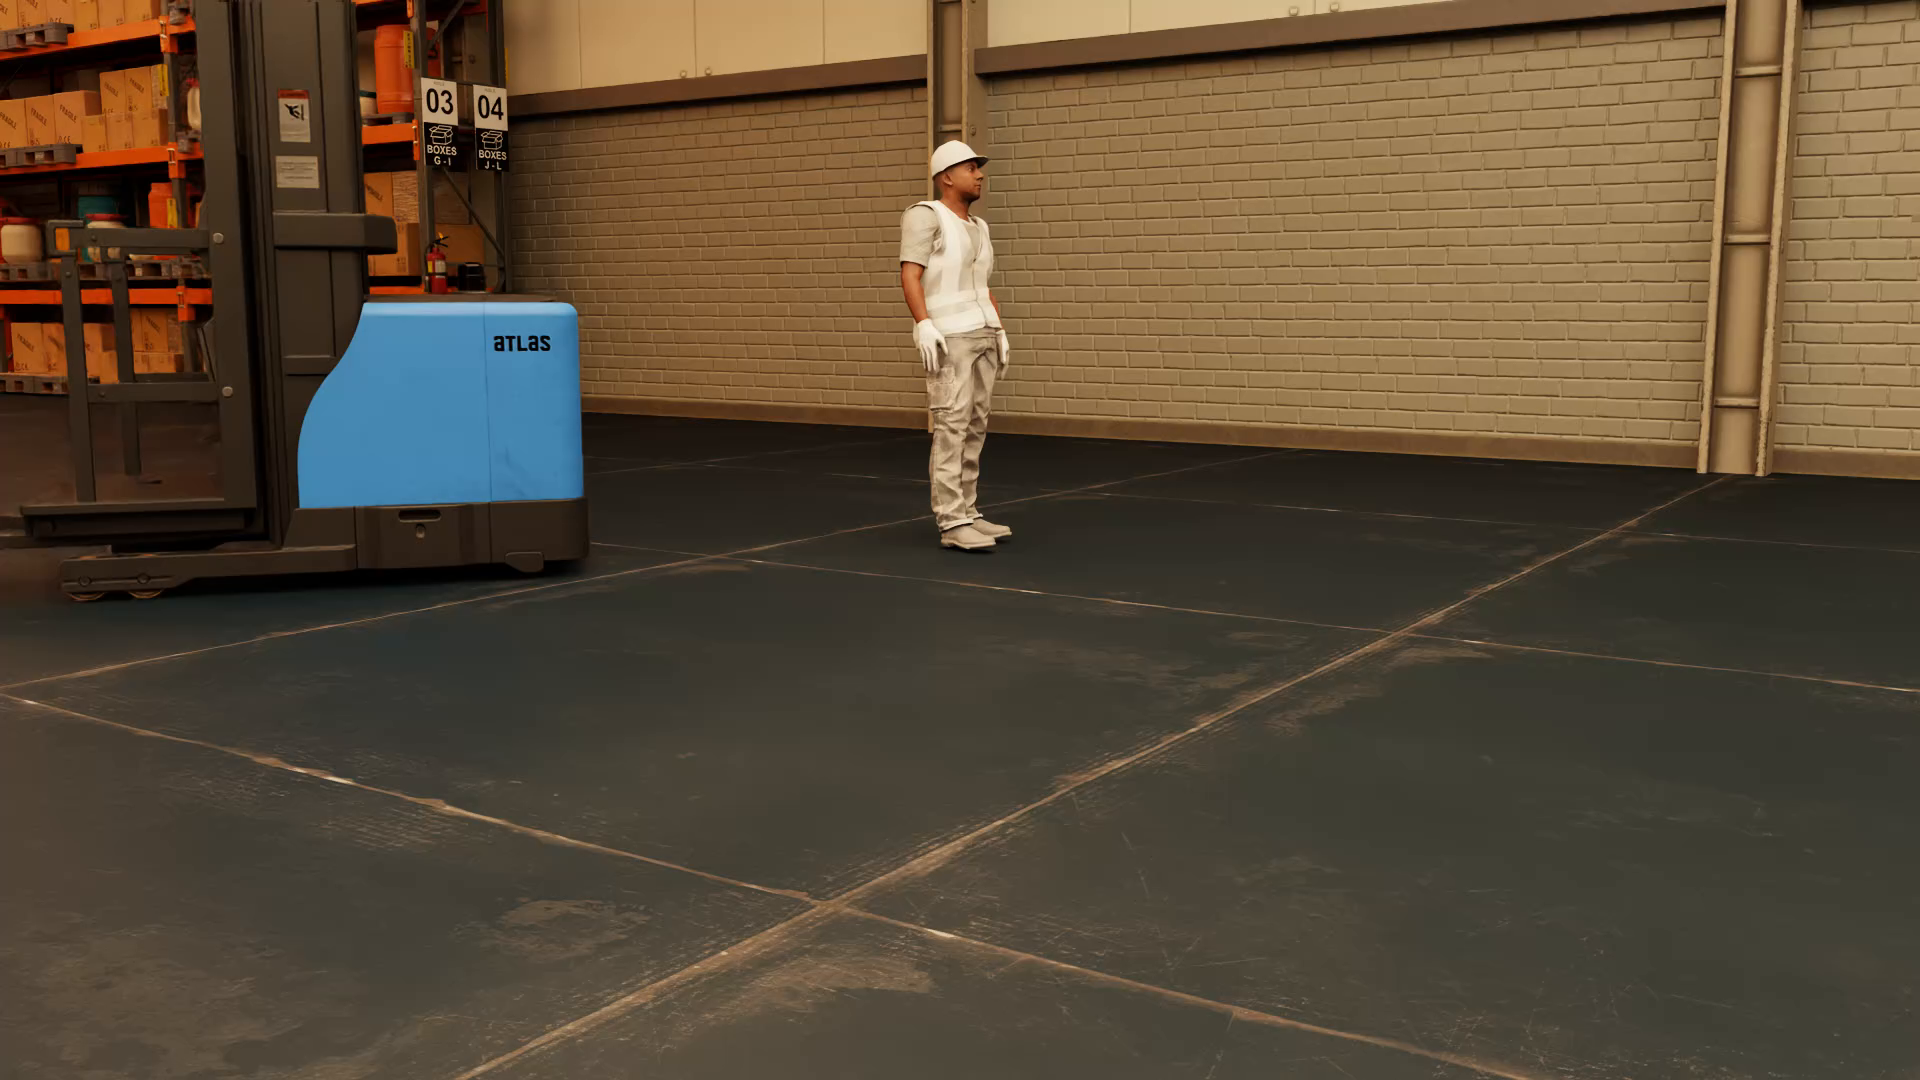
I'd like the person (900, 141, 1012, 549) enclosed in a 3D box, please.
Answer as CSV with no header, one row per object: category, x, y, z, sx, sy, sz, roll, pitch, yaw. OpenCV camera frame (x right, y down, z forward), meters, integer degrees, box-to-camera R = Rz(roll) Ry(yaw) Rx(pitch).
person,0.055,-0.883,7.431,0.577,1.781,0.656,5,10,34

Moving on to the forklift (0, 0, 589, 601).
forklift,-3.057,-1.311,6.411,3.031,2.935,1.130,-3,8,-17
